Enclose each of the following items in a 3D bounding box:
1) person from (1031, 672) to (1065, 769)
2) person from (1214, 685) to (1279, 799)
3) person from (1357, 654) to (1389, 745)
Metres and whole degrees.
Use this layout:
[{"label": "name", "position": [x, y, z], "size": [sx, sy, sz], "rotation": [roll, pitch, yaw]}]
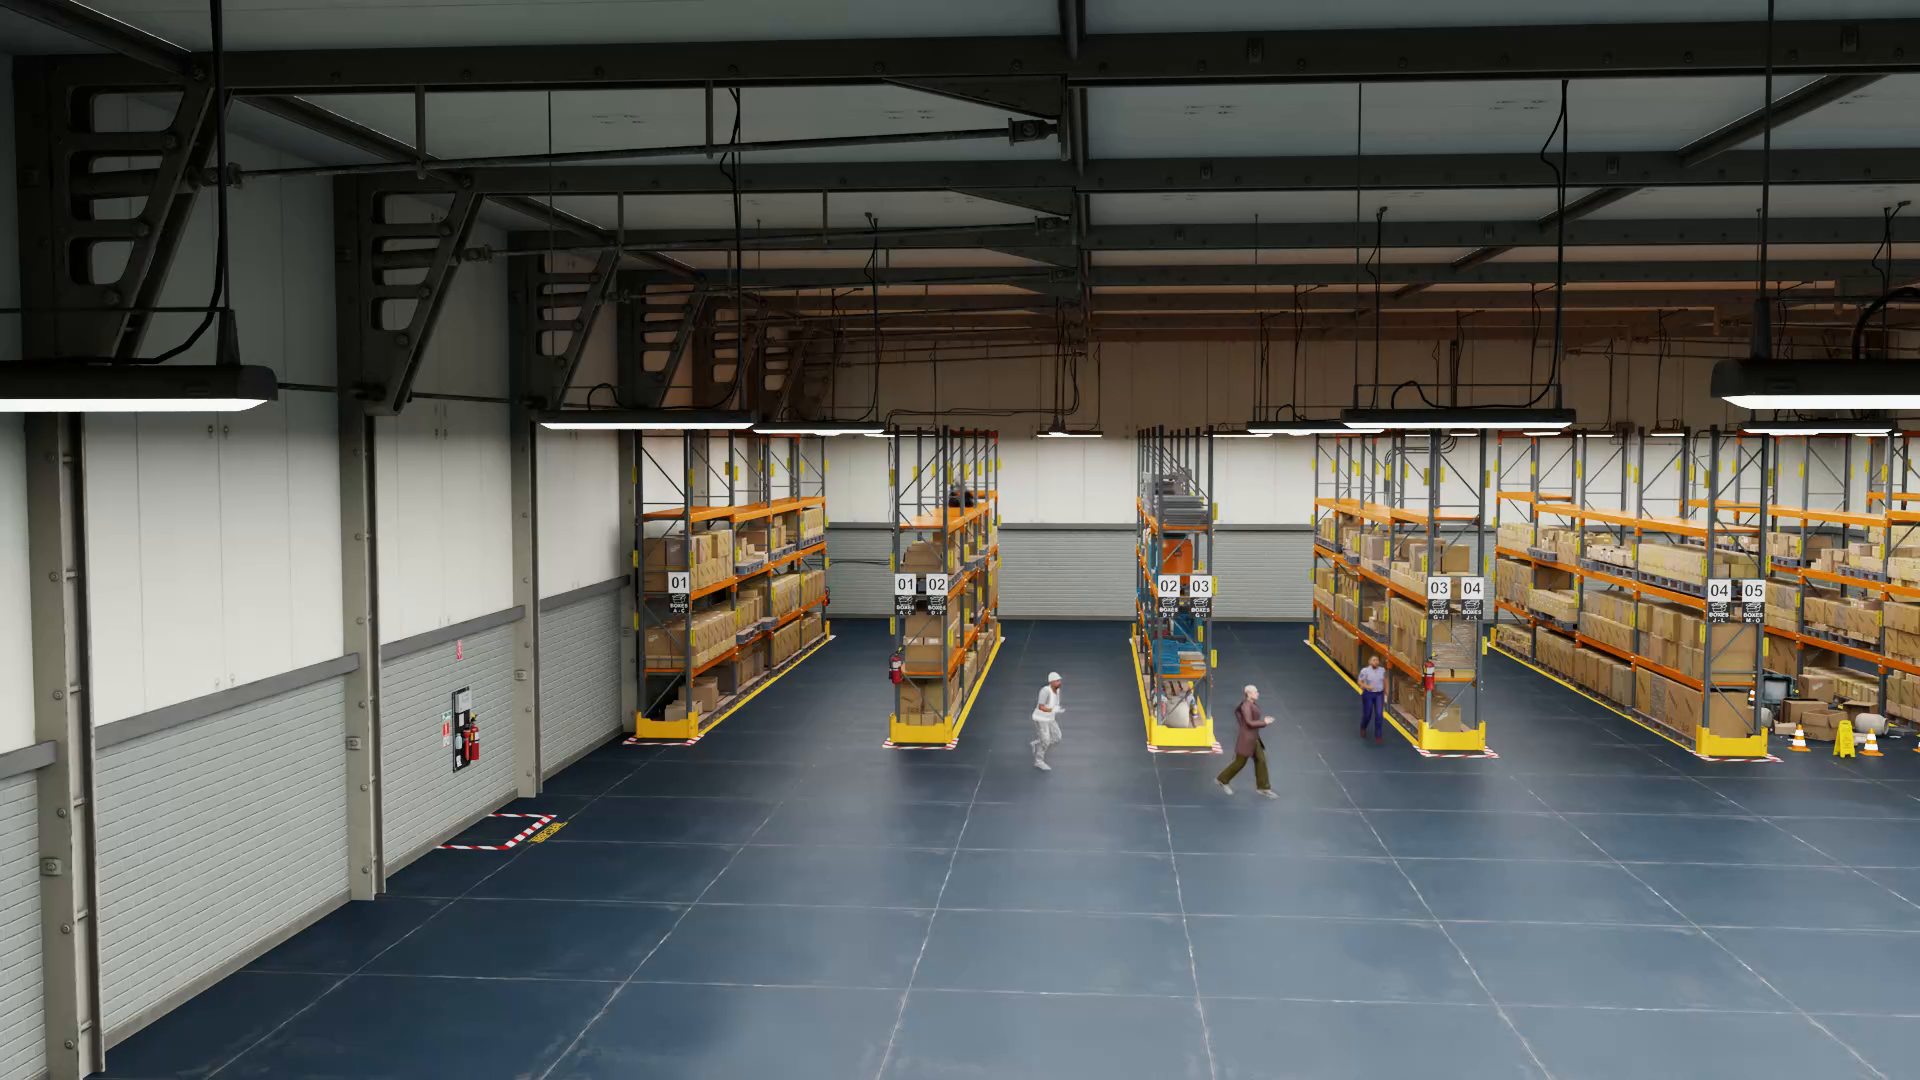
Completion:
[{"label": "person", "position": [1.541, 3.142, 28.891], "size": [0.722, 1.716, 0.667], "rotation": [2, 4, 34]}, {"label": "person", "position": [4.576, 3.207, 26.528], "size": [1.033, 1.797, 0.690], "rotation": [1, 4, 22]}, {"label": "person", "position": [7.853, 3.003, 31.610], "size": [0.624, 1.676, 0.831], "rotation": [0, 3, -1]}]
